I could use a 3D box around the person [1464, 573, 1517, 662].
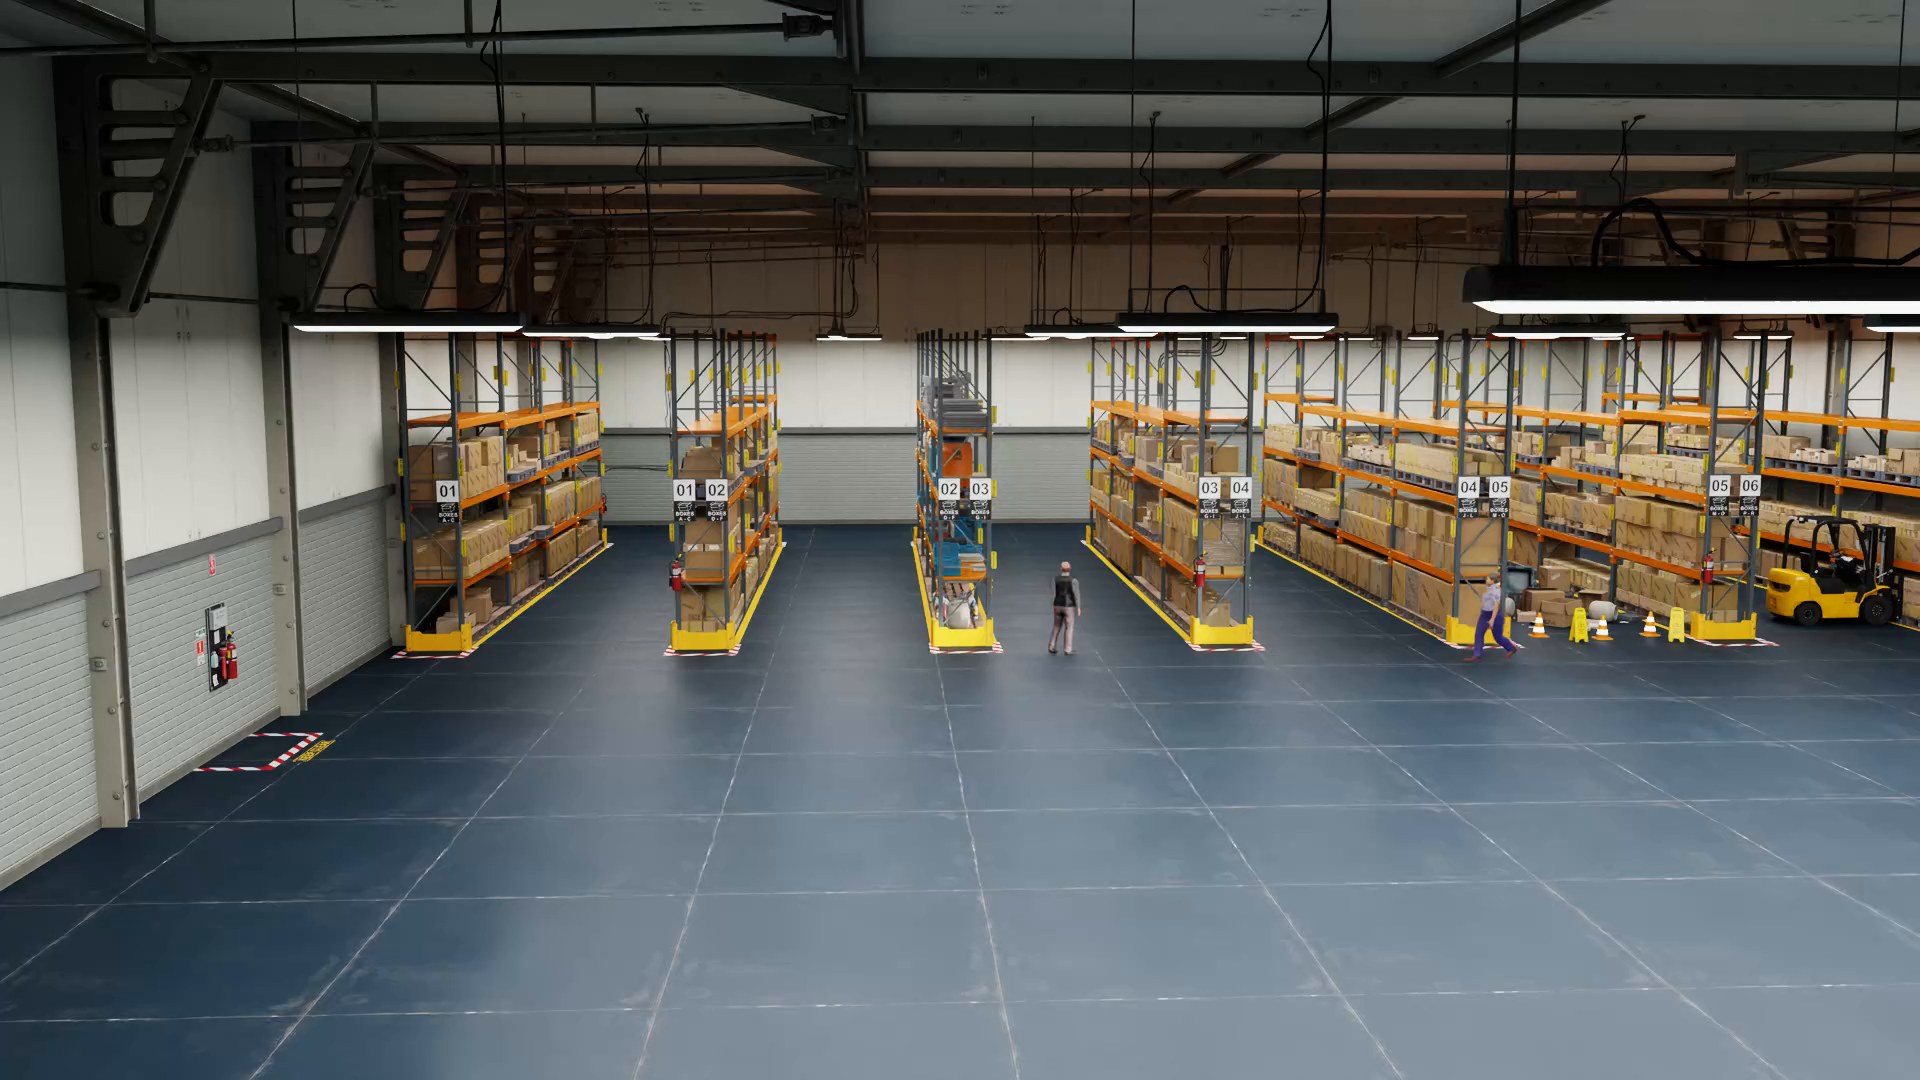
[{"bbox_3d":[9.598,1.400,29.964,0.912,1.603,0.468,-3,7,-25],"label":"person"}]

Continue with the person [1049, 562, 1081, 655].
[{"bbox_3d":[1.952,1.274,30.703,0.604,1.763,0.414,6,9,39],"label":"person"}]
